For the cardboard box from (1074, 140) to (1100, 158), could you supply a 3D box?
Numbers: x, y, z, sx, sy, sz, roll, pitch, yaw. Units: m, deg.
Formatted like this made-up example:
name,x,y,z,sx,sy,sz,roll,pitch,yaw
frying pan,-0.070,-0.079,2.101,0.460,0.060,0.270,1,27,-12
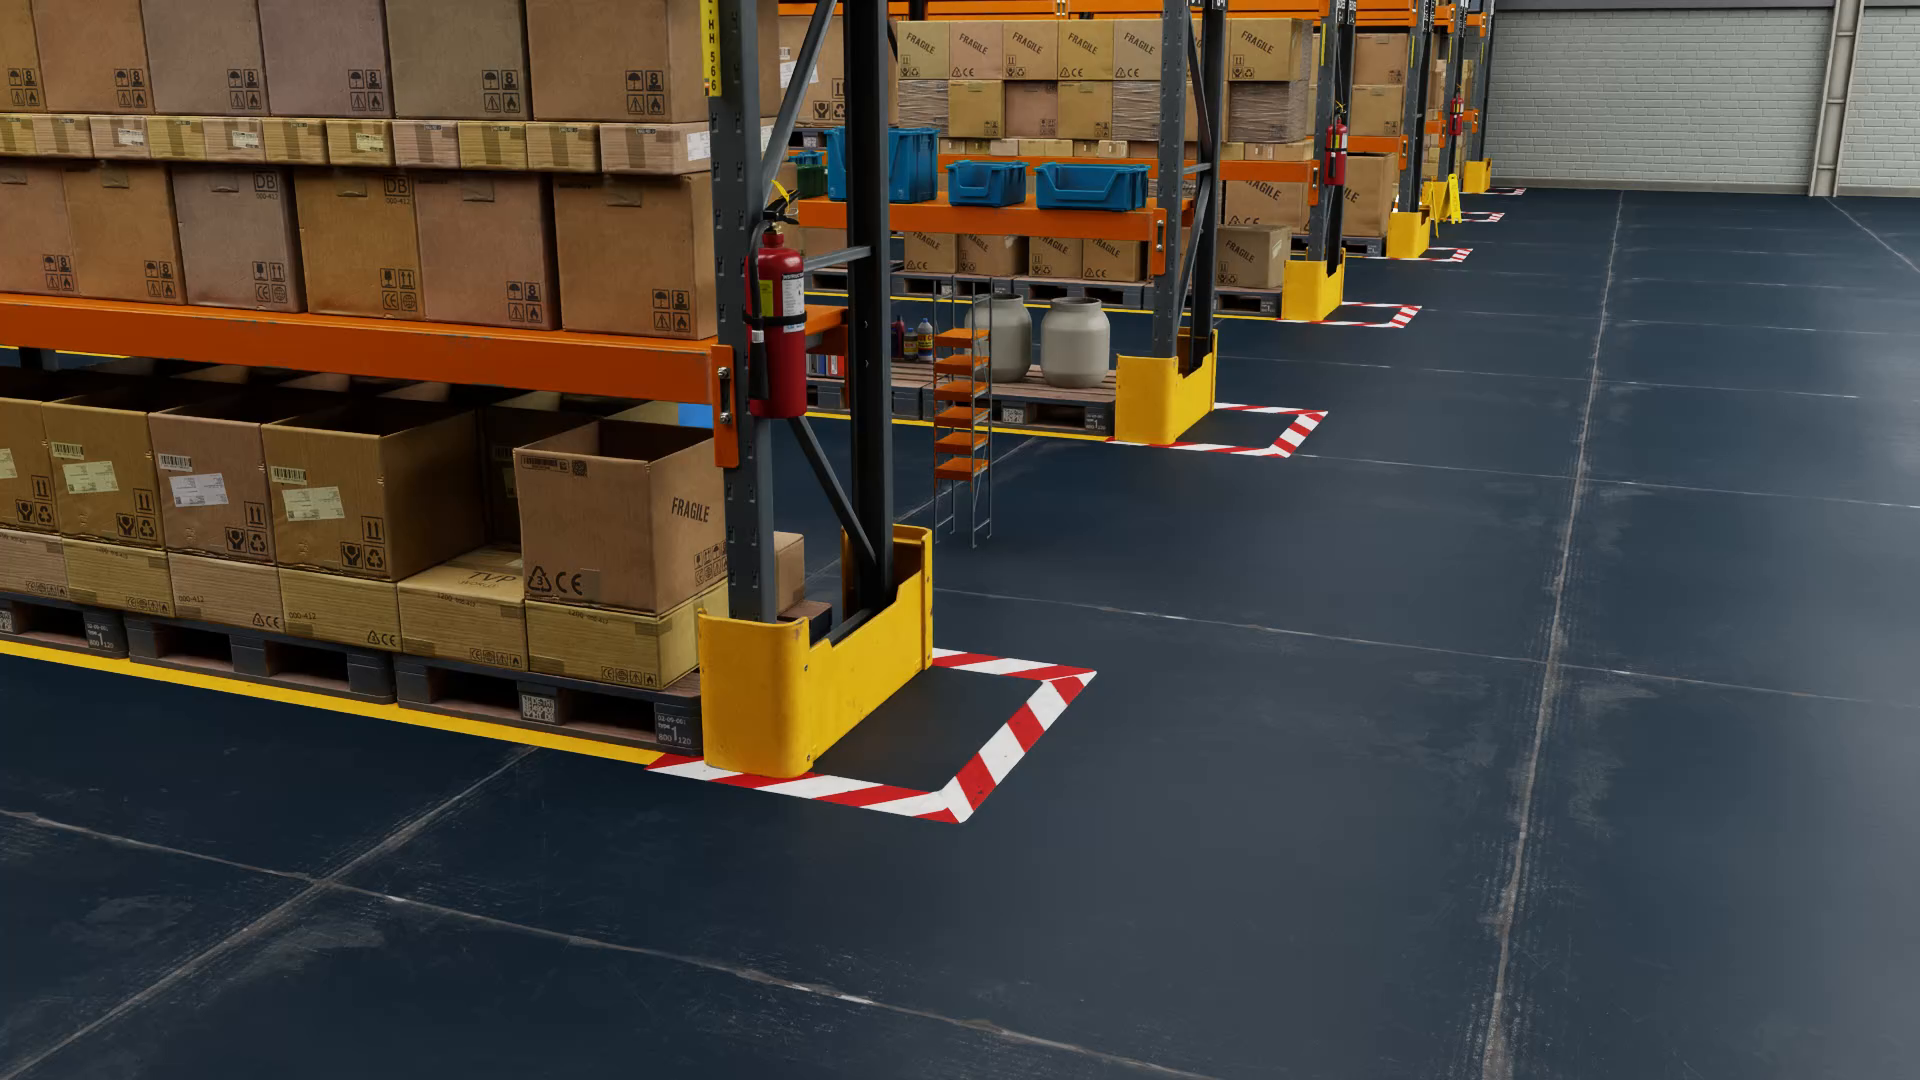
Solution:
name,x,y,z,sx,sy,sz,roll,pitch,yaw
cardboard box,1.178,-3.462,14.670,0.250,0.149,0.380,6,17,21

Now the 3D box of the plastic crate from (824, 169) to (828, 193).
name,x,y,z,sx,sy,sz,roll,pitch,yaw
plastic crate,-0.775,-2.335,10.810,0.437,0.136,0.530,6,17,21

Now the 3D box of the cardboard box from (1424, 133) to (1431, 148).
name,x,y,z,sx,sy,sz,roll,pitch,yaw
cardboard box,7.594,-6.674,27.667,0.500,0.250,0.500,7,17,22

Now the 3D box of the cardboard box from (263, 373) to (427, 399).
name,x,y,z,sx,sy,sz,roll,pitch,yaw
cardboard box,-2.290,-0.377,6.425,0.500,0.500,0.500,6,17,21

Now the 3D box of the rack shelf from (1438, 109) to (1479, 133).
name,x,y,z,sx,sy,sz,roll,pitch,yaw
rack shelf,6.754,-7.155,28.229,4.000,0.370,1.077,6,17,21

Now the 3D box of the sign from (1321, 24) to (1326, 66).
name,x,y,z,sx,sy,sz,roll,pitch,yaw
sign,2.938,-4.004,13.440,0.005,0.325,0.100,6,17,21

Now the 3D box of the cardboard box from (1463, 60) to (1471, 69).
name,x,y,z,sx,sy,sz,roll,pitch,yaw
cardboard box,8.203,-7.780,27.216,0.250,0.149,0.380,6,17,21

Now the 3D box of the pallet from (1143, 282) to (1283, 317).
name,x,y,z,sx,sy,sz,roll,pitch,yaw
pallet,2.347,-2.199,14.868,1.213,0.211,1.003,6,17,21

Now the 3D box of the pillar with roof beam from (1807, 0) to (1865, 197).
name,x,y,z,sx,sy,sz,roll,pitch,yaw
pillar with roof beam,12.299,-8.751,21.678,0.400,9.000,9.100,6,17,21

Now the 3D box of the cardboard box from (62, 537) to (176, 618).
name,x,y,z,sx,sy,sz,roll,pitch,yaw
cardboard box,-2.953,0.072,6.224,0.500,0.250,0.500,6,17,21

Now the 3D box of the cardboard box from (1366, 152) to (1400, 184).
name,x,y,z,sx,sy,sz,roll,pitch,yaw
cardboard box,5.955,-5.263,23.257,0.500,0.500,0.500,6,17,21

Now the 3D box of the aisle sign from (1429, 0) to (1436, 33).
name,x,y,z,sx,sy,sz,roll,pitch,yaw
aisle sign,5.250,-6.033,18.411,0.004,0.787,0.394,6,17,21

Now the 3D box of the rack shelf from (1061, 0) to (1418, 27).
name,x,y,z,sx,sy,sz,roll,pitch,yaw
rack shelf,3.213,-6.013,18.917,4.000,0.370,1.077,6,17,21

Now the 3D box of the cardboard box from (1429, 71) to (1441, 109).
name,x,y,z,sx,sy,sz,roll,pitch,yaw
cardboard box,6.457,-6.319,23.347,0.500,0.500,0.500,6,17,20

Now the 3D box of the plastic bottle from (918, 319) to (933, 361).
name,x,y,z,sx,sy,sz,roll,pitch,yaw
plastic bottle,-0.230,-1.320,10.946,0.097,0.271,0.097,0,16,0

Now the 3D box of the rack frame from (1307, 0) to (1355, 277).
name,x,y,z,sx,sy,sz,roll,pitch,yaw
rack frame,3.160,-3.438,14.135,0.127,3.000,1.000,6,17,21

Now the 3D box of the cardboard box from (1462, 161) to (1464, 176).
name,x,y,z,sx,sy,sz,roll,pitch,yaw
cardboard box,8.229,-6.278,28.096,0.500,0.250,0.500,6,17,21

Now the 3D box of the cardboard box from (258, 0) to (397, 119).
name,x,y,z,sx,sy,sz,roll,pitch,yaw
cardboard box,-1.917,-1.700,5.643,0.500,0.500,0.700,6,17,21

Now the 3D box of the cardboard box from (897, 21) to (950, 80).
name,x,y,z,sx,sy,sz,roll,pitch,yaw
cardboard box,-0.236,-4.406,14.964,0.500,0.500,0.500,6,17,21

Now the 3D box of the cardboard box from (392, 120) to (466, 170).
name,x,y,z,sx,sy,sz,roll,pitch,yaw
cardboard box,-1.619,-1.297,5.418,0.250,0.149,0.380,7,17,21

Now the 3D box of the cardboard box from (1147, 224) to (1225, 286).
name,x,y,z,sx,sy,sz,roll,pitch,yaw
cardboard box,2.017,-2.559,14.840,0.500,0.500,0.500,12,20,35

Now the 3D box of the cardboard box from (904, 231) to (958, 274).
name,x,y,z,sx,sy,sz,roll,pitch,yaw
cardboard box,-0.204,-2.797,15.657,0.500,0.500,0.500,6,17,19

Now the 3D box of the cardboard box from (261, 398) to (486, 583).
name,x,y,z,sx,sy,sz,roll,pitch,yaw
cardboard box,-2.022,-0.186,5.769,0.500,0.500,0.500,6,17,21

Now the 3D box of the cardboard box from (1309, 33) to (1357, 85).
name,x,y,z,sx,sy,sz,roll,pitch,yaw
cardboard box,4.198,-5.385,18.635,0.550,0.550,0.875,6,17,21

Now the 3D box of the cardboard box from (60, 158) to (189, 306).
name,x,y,z,sx,sy,sz,roll,pitch,yaw
cardboard box,-2.826,-1.178,6.170,0.500,0.500,0.700,7,17,21

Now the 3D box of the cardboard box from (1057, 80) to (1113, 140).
name,x,y,z,sx,sy,sz,roll,pitch,yaw
cardboard box,1.239,-3.828,14.768,0.500,0.500,0.875,6,17,21

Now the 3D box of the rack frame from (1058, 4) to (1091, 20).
name,x,y,z,sx,sy,sz,roll,pitch,yaw
rack frame,1.353,-5.123,19.940,0.127,3.000,1.000,6,17,21

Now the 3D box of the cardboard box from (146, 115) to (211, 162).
name,x,y,z,sx,sy,sz,roll,pitch,yaw
cardboard box,-2.578,-1.402,5.781,0.250,0.149,0.380,6,17,20

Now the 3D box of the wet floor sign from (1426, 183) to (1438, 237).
name,x,y,z,sx,sy,sz,roll,pitch,yaw
wet floor sign,5.827,-4.094,20.617,0.232,0.644,0.267,3,17,11

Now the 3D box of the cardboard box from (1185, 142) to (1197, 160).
name,x,y,z,sx,sy,sz,roll,pitch,yaw
cardboard box,2.109,-3.360,14.318,0.250,0.149,0.380,6,17,21

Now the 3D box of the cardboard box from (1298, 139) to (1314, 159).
name,x,y,z,sx,sy,sz,roll,pitch,yaw
cardboard box,2.982,-3.408,14.483,0.250,0.149,0.380,6,17,21

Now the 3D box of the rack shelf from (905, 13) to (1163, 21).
name,x,y,z,sx,sy,sz,roll,pitch,yaw
rack shelf,1.215,-7.717,24.784,4.000,0.370,1.077,6,17,21

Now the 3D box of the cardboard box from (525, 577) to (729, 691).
name,x,y,z,sx,sy,sz,roll,pitch,yaw
cardboard box,-1.085,0.272,5.536,0.500,0.250,0.500,6,17,21

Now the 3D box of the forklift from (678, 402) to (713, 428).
name,x,y,z,sx,sy,sz,roll,pitch,yaw
forklift,-2.603,-1.542,7.728,3.031,2.935,1.130,3,16,10

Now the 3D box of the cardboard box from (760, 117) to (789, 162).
name,x,y,z,sx,sy,sz,roll,pitch,yaw
cardboard box,-0.764,-1.324,5.512,0.250,0.149,0.380,6,17,20

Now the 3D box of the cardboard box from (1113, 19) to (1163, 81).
name,x,y,z,sx,sy,sz,roll,pitch,yaw
cardboard box,1.626,-4.202,14.262,0.500,0.500,0.500,6,17,21

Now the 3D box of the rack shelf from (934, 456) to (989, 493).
name,x,y,z,sx,sy,sz,roll,pitch,yaw
rack shelf,0.013,-0.302,7.581,0.180,0.103,0.258,6,17,21

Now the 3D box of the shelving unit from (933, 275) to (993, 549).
name,x,y,z,sx,sy,sz,roll,pitch,yaw
shelving unit,0.013,-0.575,7.501,0.189,1.200,0.258,6,17,21

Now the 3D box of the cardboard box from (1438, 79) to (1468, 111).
name,x,y,z,sx,sy,sz,roll,pitch,yaw
cardboard box,8.060,-7.326,27.348,0.500,0.500,0.500,6,17,19

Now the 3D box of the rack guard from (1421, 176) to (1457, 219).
name,x,y,z,sx,sy,sz,roll,pitch,yaw
rack guard,6.726,-4.815,23.363,0.348,0.500,1.175,6,17,21

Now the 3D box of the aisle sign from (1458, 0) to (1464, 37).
name,x,y,z,sx,sy,sz,roll,pitch,yaw
aisle sign,6.747,-7.175,22.345,0.004,0.787,0.394,6,17,21

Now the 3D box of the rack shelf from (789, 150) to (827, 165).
name,x,y,z,sx,sy,sz,roll,pitch,yaw
rack shelf,-2.421,-3.706,16.349,4.000,0.370,1.077,6,17,21

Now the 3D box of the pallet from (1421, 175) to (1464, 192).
name,x,y,z,sx,sy,sz,roll,pitch,yaw
pallet,7.887,-6.024,28.044,1.213,0.211,1.003,6,17,21

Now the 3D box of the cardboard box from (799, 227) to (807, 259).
name,x,y,z,sx,sy,sz,roll,pitch,yaw
cardboard box,-1.561,-2.980,16.252,0.500,0.500,0.700,6,17,20

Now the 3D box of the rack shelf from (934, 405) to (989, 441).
name,x,y,z,sx,sy,sz,roll,pitch,yaw
rack shelf,0.013,-0.532,7.514,0.180,0.103,0.258,6,17,21

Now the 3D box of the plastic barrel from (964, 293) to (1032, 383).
name,x,y,z,sx,sy,sz,roll,pitch,yaw
plastic barrel,0.236,-1.259,10.338,0.421,0.512,0.421,0,16,0

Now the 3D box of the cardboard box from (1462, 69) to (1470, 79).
name,x,y,z,sx,sy,sz,roll,pitch,yaw
cardboard box,8.189,-7.618,27.191,0.250,0.149,0.380,7,17,21

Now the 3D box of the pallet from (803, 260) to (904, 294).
name,x,y,z,sx,sy,sz,roll,pitch,yaw
pallet,-1.286,-2.587,16.206,1.213,0.211,1.003,6,17,21

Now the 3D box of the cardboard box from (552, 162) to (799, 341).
name,x,y,z,sx,sy,sz,roll,pitch,yaw
cardboard box,-0.908,-0.968,5.448,0.500,0.500,0.700,6,17,21

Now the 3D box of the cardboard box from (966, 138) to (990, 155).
name,x,y,z,sx,sy,sz,roll,pitch,yaw
cardboard box,0.235,-3.556,14.992,0.250,0.149,0.380,6,17,21

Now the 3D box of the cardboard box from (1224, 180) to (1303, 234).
name,x,y,z,sx,sy,sz,roll,pitch,yaw
cardboard box,3.600,-4.037,19.256,0.875,0.875,0.875,6,17,20

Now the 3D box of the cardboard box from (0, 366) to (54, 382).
name,x,y,z,sx,sy,sz,roll,pitch,yaw
cardboard box,-3.883,-0.391,6.473,0.500,0.500,0.500,6,17,21

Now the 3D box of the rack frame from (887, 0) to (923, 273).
name,x,y,z,sx,sy,sz,roll,pitch,yaw
rack frame,-0.561,-3.847,15.544,0.127,3.000,1.000,6,17,21

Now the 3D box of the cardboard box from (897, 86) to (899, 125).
name,x,y,z,sx,sy,sz,roll,pitch,yaw
cardboard box,-0.644,-5.310,20.403,0.500,0.500,0.500,6,17,20

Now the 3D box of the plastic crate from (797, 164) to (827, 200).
name,x,y,z,sx,sy,sz,roll,pitch,yaw
plastic crate,-1.219,-2.248,10.418,0.662,0.188,0.450,6,17,21

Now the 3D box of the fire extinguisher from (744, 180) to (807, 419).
name,x,y,z,sx,sy,sz,roll,pitch,yaw
fire extinguisher,-0.539,-0.699,4.840,0.183,0.674,0.296,6,17,21

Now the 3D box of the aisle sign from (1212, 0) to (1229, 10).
name,x,y,z,sx,sy,sz,roll,pitch,yaw
aisle sign,1.517,-3.470,9.584,0.004,0.787,0.394,6,17,21
